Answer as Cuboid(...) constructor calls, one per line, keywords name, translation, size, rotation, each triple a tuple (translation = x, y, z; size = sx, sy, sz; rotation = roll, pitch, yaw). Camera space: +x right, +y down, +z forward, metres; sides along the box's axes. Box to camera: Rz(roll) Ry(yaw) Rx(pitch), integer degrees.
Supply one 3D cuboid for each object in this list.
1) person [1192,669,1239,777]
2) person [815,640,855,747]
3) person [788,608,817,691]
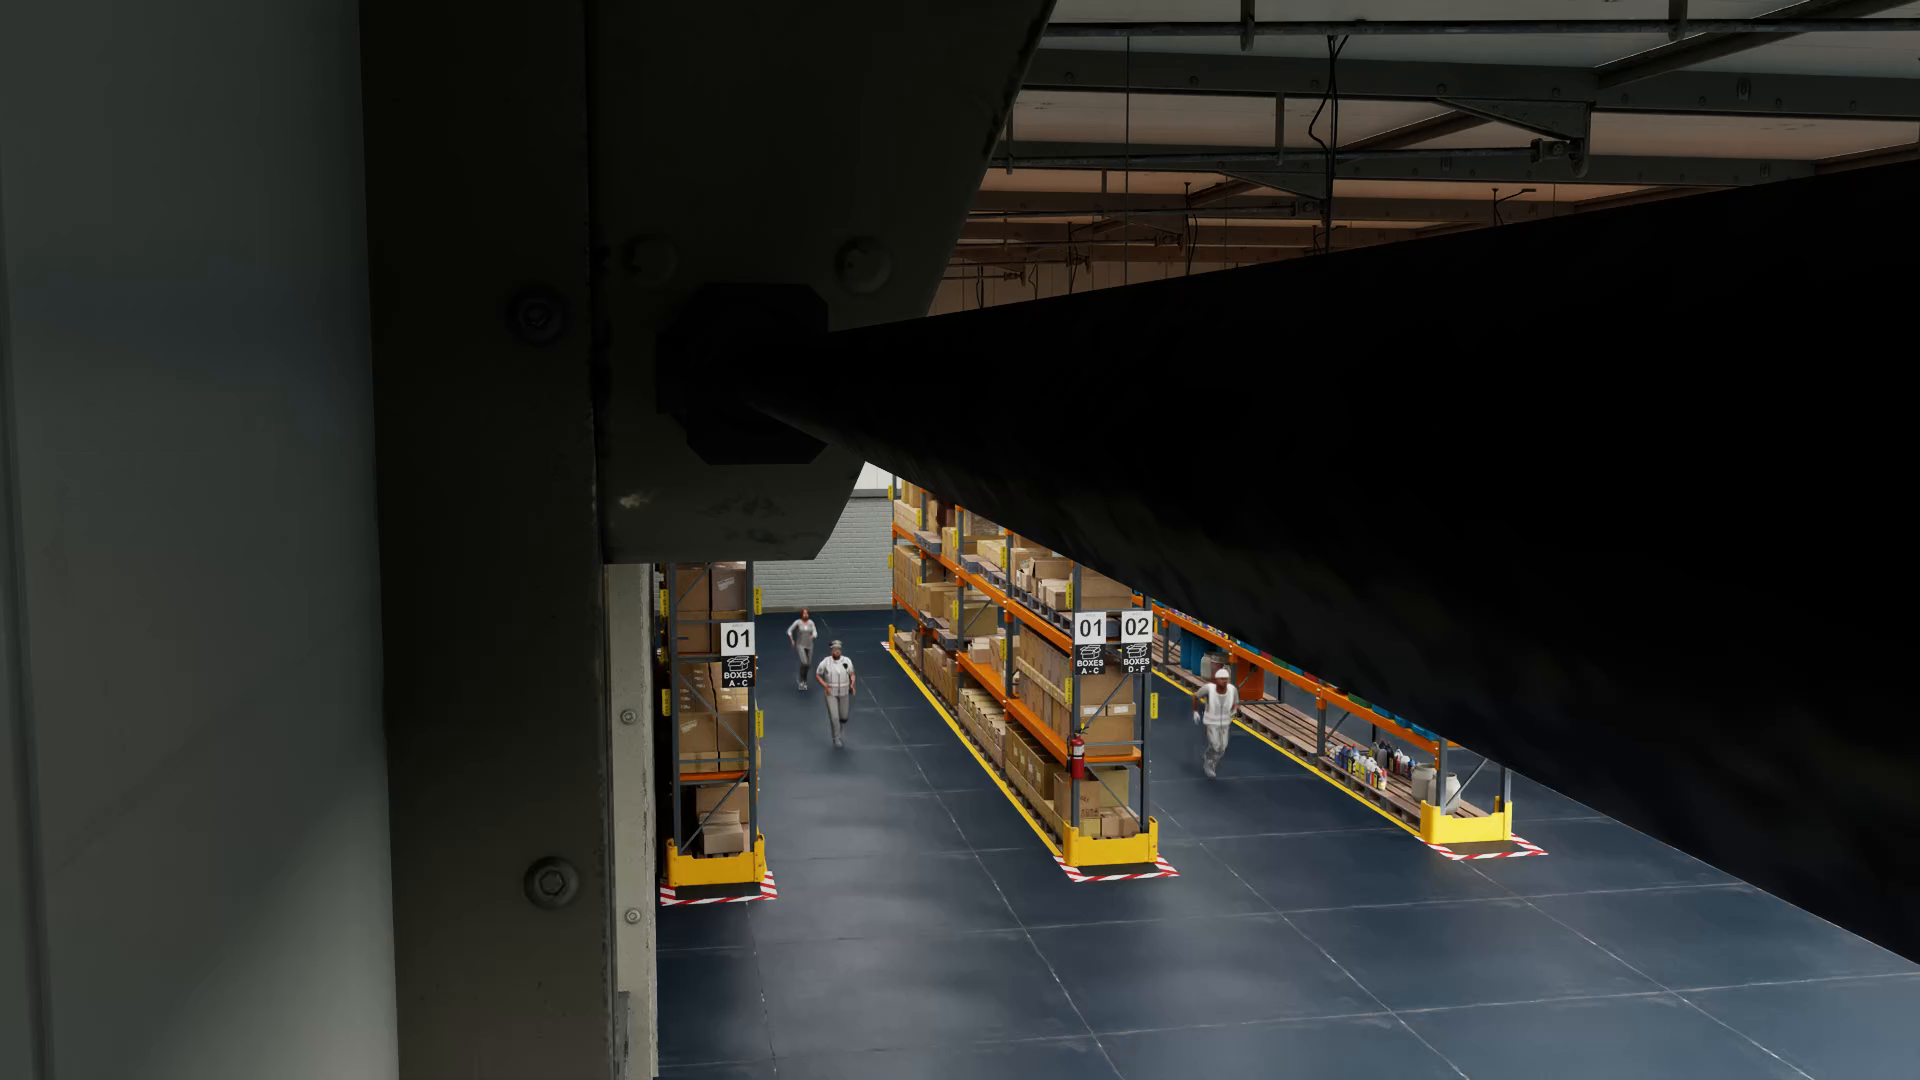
Cuboid(name="person", translation=(3.881, 2.761, 24.977), size=(0.640, 1.695, 0.729), rotation=(-2, 6, -18))
Cuboid(name="person", translation=(-2.049, 2.511, 27.471), size=(0.664, 1.749, 0.608), rotation=(-2, 6, -16))
Cuboid(name="person", translation=(-2.981, 2.091, 31.866), size=(0.506, 1.592, 0.649), rotation=(-3, 7, -26))
